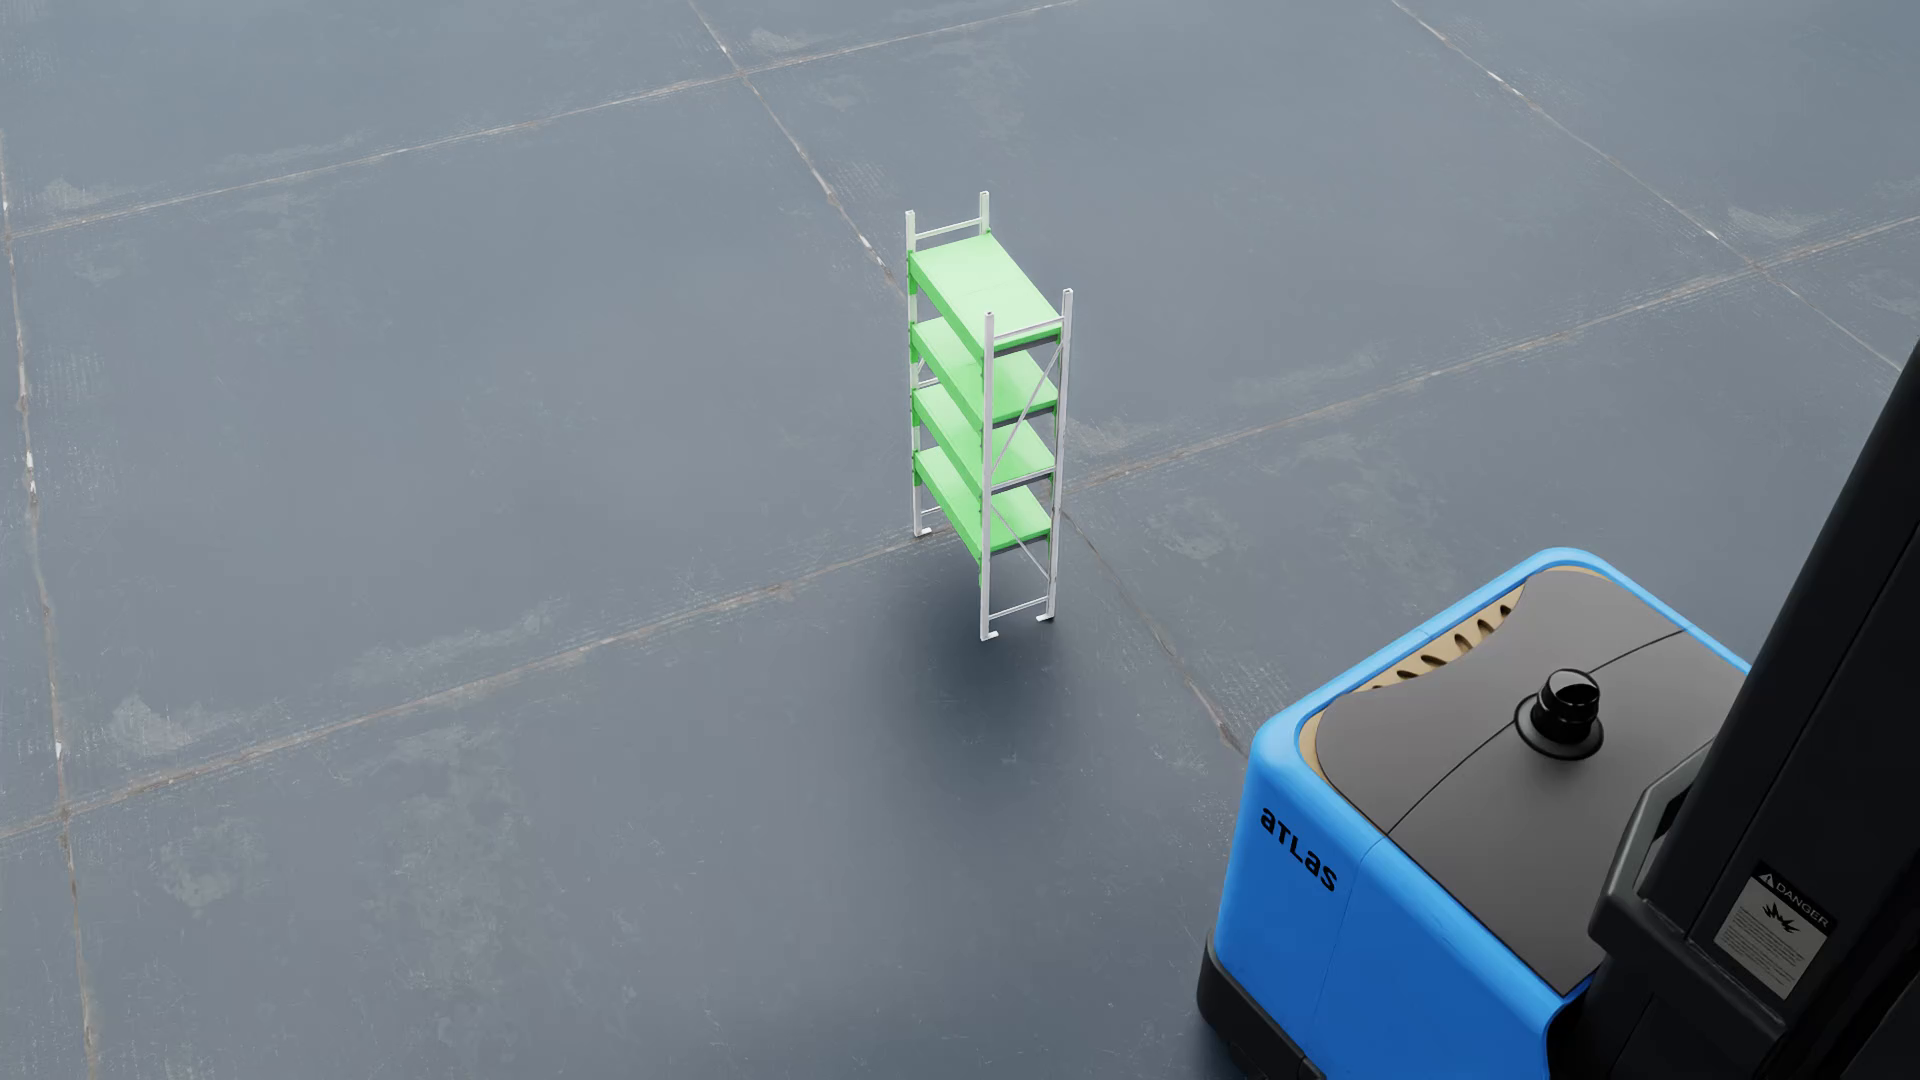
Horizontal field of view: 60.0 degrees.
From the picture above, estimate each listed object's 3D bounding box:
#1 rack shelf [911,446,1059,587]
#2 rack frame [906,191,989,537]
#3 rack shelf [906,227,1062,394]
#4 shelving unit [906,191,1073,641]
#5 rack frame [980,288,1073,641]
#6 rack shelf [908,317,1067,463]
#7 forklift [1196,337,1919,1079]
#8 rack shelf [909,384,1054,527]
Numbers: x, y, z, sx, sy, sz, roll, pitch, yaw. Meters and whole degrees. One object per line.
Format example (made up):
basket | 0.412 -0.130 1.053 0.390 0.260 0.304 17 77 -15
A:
rack shelf | 0.070 -0.105 4.935 0.258 0.148 0.480 -18 47 -17
rack frame | -0.033 -0.477 4.879 0.240 1.200 0.015 -18 47 -17
rack shelf | 0.070 -0.618 4.429 0.258 0.148 0.480 -18 47 -17
shelving unit | 0.070 -0.322 4.722 0.258 1.200 0.503 -18 47 -17
rack frame | 0.172 -0.166 4.564 0.240 1.200 0.015 -18 47 -17
rack shelf | 0.070 -0.447 4.598 0.258 0.148 0.480 -18 47 -17
forklift | 1.841 0.750 2.403 1.130 2.935 3.031 -27 51 -25
rack shelf | 0.070 -0.276 4.767 0.258 0.148 0.480 -18 47 -17
